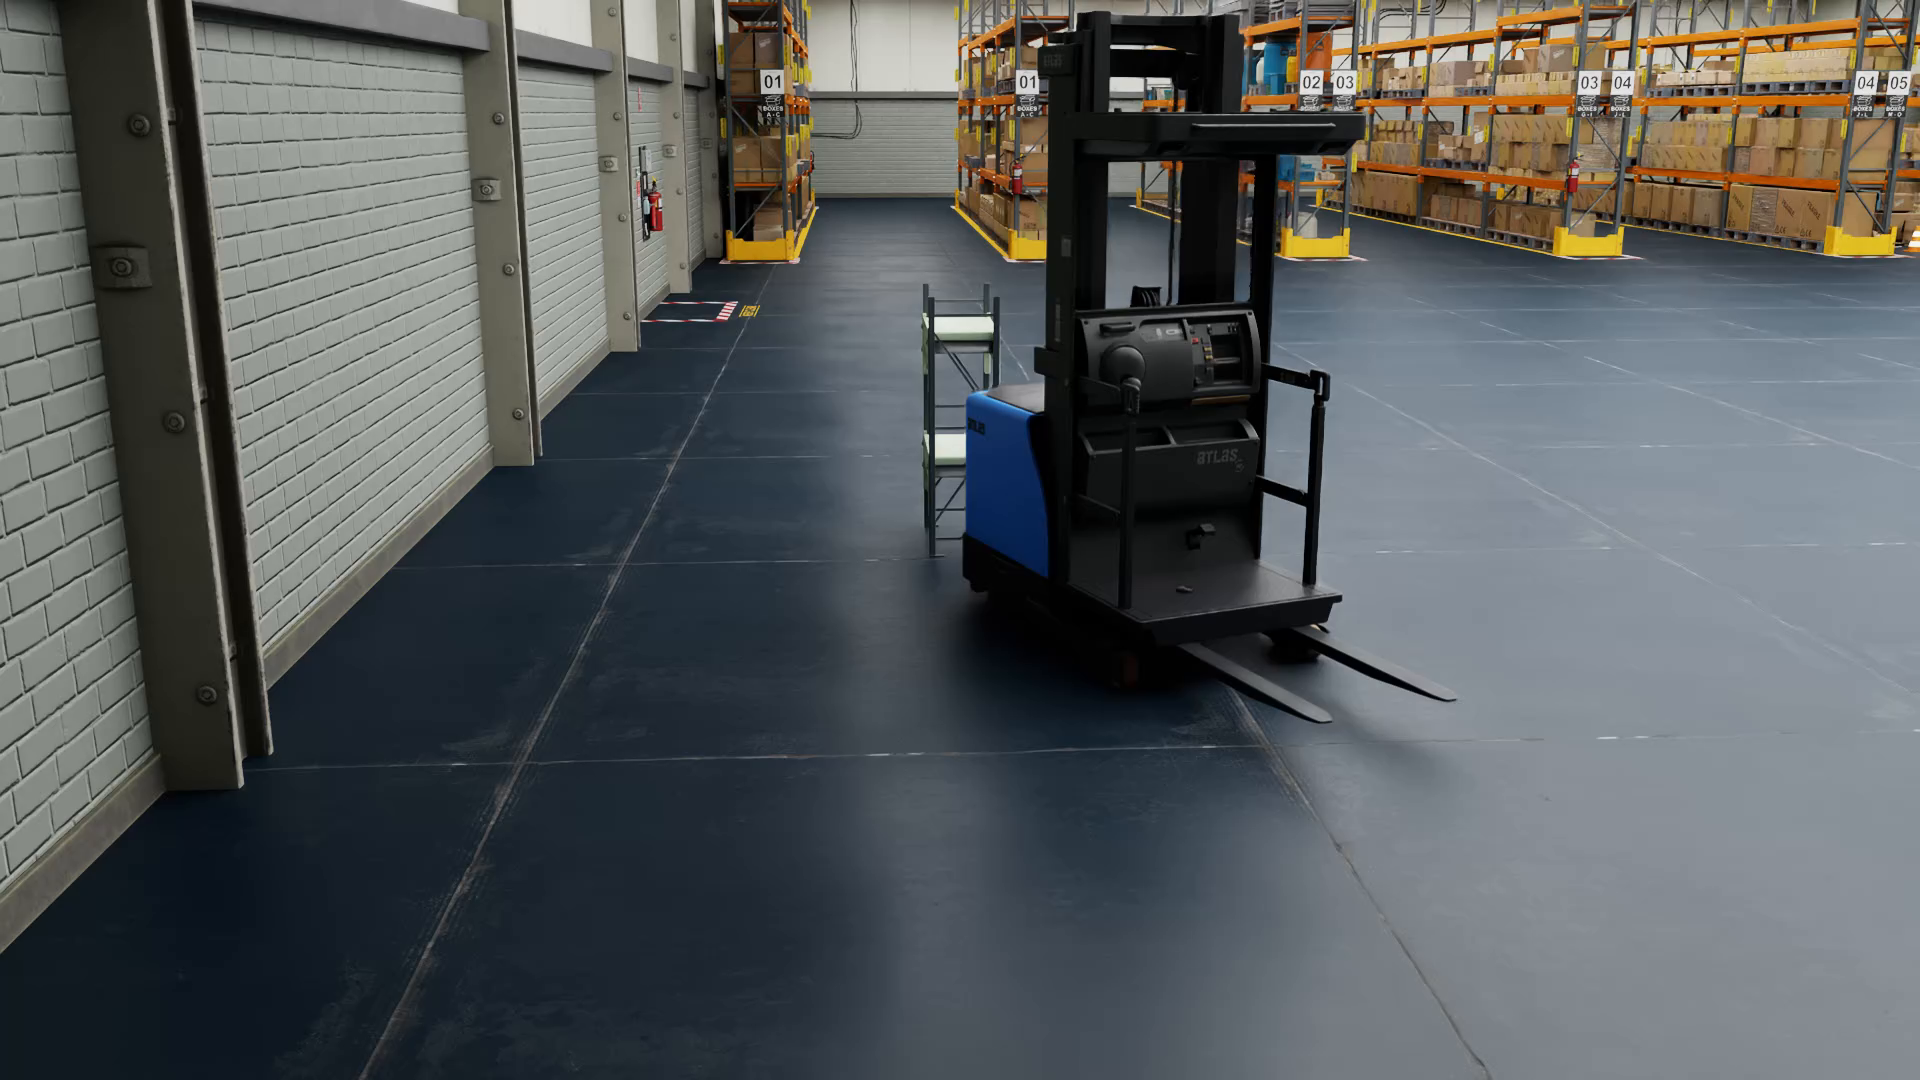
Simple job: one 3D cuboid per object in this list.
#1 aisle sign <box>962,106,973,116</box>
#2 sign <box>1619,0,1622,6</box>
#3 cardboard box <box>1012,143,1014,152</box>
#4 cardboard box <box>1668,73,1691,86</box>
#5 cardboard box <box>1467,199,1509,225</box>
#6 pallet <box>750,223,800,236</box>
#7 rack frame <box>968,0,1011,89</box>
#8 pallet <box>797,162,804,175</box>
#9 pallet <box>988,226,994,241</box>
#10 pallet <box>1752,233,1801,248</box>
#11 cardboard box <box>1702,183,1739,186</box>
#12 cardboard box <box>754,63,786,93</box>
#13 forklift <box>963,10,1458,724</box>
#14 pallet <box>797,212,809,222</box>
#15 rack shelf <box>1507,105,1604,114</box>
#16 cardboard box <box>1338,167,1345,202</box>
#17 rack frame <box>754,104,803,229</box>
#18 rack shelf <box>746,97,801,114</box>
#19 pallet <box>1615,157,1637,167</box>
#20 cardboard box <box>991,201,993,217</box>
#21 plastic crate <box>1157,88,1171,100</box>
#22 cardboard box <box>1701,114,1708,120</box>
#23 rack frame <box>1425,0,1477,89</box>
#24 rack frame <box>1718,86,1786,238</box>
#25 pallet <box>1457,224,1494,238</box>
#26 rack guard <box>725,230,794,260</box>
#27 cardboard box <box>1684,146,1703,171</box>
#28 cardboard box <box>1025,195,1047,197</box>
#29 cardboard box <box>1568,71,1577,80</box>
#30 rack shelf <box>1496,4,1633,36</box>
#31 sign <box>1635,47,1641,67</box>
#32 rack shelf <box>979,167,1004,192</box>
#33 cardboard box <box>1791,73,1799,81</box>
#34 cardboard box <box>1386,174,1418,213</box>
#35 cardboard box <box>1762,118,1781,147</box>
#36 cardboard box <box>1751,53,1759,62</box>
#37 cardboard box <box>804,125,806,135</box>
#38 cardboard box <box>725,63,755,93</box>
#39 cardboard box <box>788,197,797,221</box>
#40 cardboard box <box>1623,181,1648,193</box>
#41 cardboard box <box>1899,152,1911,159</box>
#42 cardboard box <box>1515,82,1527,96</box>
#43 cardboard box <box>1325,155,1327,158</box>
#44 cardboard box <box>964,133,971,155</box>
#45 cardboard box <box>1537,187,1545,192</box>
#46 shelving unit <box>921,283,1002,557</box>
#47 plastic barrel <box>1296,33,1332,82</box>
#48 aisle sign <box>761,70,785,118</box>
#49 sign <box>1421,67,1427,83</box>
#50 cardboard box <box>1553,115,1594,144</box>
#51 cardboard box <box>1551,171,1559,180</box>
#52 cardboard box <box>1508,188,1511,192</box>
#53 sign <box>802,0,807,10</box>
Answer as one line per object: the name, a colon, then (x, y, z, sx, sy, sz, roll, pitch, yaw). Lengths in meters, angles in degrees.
aisle sign: (0.161, -11.687, 44.212, 0.394, 0.787, 0.004, -1, 14, -3)
sign: (16.104, -13.069, 40.568, 0.100, 0.325, 0.005, -1, 14, -3)
cardboard box: (1.154, -7.213, 30.539, 0.380, 0.149, 0.250, 0, 14, -2)
cardboard box: (15.654, -9.953, 35.929, 0.500, 0.250, 0.500, 0, 14, -2)
cardboard box: (11.062, -6.858, 34.793, 0.700, 0.500, 0.500, -1, 14, -4)
pallet: (-3.871, -6.501, 34.870, 1.003, 0.211, 1.213, -1, 14, -3)
rack frame: (0.706, -12.326, 39.874, 1.000, 3.000, 0.127, -1, 14, -3)
pallet: (-3.644, -7.453, 33.359, 1.003, 0.211, 1.213, -1, 14, -3)
pallet: (1.117, -6.263, 33.946, 1.003, 0.211, 1.213, -1, 14, -3)
pallet: (16.094, -5.790, 32.105, 1.003, 0.211, 1.213, -1, 14, -3)
cardboard box: (20.442, -9.293, 44.424, 0.875, 0.438, 0.875, 0, 14, -2)
cardboard box: (-3.266, -7.957, 28.671, 0.500, 0.500, 0.500, -1, 14, -2)
forklift: (1.076, -0.879, 7.559, 1.130, 2.935, 3.031, -6, 16, -23)
pallet: (-4.036, -7.498, 38.745, 1.003, 0.211, 1.213, -1, 14, -3)
rack shelf: (15.426, -11.226, 43.061, 1.077, 0.370, 4.000, -1, 14, -3)
cardboard box: (10.522, -9.358, 43.798, 0.875, 0.875, 0.875, -1, 14, -3)
rack frame: (-3.990, -8.349, 36.454, 1.000, 3.000, 0.127, -1, 14, -3)
rack shelf: (-3.866, -8.956, 34.237, 1.077, 0.370, 4.000, -1, 14, -3)
pallet: (15.648, -8.712, 38.252, 1.213, 0.211, 1.003, -1, 14, -3)
cardboard box: (0.890, -6.671, 33.484, 0.500, 0.311, 0.500, -1, 14, -3)
plastic crate: (5.231, -11.331, 42.262, 0.437, 0.282, 0.530, -1, 14, -3)
cardboard box: (20.006, -11.279, 44.335, 0.380, 0.149, 0.250, -1, 14, -5)
rack frame: (10.841, -11.483, 36.599, 1.000, 3.000, 0.127, -1, 14, -3)
rack frame: (16.046, -7.635, 33.680, 1.000, 3.000, 0.127, -1, 14, -3)
pallet: (11.039, -6.426, 34.580, 1.003, 0.211, 1.213, -1, 14, -3)
rack guard: (-3.499, -5.167, 29.107, 1.175, 0.500, 0.348, -1, 14, -3)
cardboard box: (15.684, -8.060, 35.132, 0.500, 0.500, 0.500, -1, 14, -3)
cardboard box: (1.503, -6.305, 31.684, 0.500, 0.500, 0.500, -1, 14, -3)
cardboard box: (11.008, -8.226, 29.458, 0.380, 0.149, 0.250, -1, 14, -3)
rack shelf: (11.213, -9.641, 30.889, 1.077, 0.370, 4.000, -1, 14, -3)
sign: (11.878, -8.473, 29.163, 0.100, 0.325, 0.005, -1, 14, -3)
rack shelf: (1.078, -7.580, 34.912, 1.077, 0.370, 4.000, -1, 14, -3)
cardboard box: (15.841, -8.679, 31.181, 0.380, 0.149, 0.250, -1, 14, -3)
cardboard box: (10.772, -8.146, 39.089, 1.225, 0.875, 0.875, -1, 14, -3)
cardboard box: (16.081, -7.867, 32.113, 0.875, 0.550, 0.550, -1, 14, -3)
cardboard box: (15.746, -9.444, 32.554, 0.380, 0.149, 0.250, -1, 14, -4)
cardboard box: (-3.954, -9.797, 39.739, 0.500, 0.250, 0.500, -1, 14, -2)
cardboard box: (-3.773, -7.970, 28.721, 0.500, 0.500, 0.500, 0, 14, 1)
cardboard box: (-3.893, -7.173, 36.018, 0.700, 0.500, 0.500, -1, 14, -3)
cardboard box: (15.494, -8.152, 38.357, 0.500, 0.250, 0.500, -1, 14, -5)
cardboard box: (20.619, -8.326, 36.029, 0.380, 0.149, 0.250, 0, 14, -2)
cardboard box: (10.919, -8.592, 31.682, 0.500, 0.250, 0.500, -1, 15, -6)
cardboard box: (10.038, -10.353, 44.747, 0.380, 0.149, 0.250, -1, 14, -3)
cardboard box: (0.512, -9.551, 40.086, 0.700, 0.500, 0.500, -6, 16, -22)
cardboard box: (15.143, -9.076, 42.966, 0.380, 0.149, 0.250, -2, 15, -6)
shelving unit: (0.000, -0.725, 9.833, 0.431, 1.500, 0.755, -1, 14, -3)
plastic barrel: (6.237, -8.495, 29.299, 0.600, 0.830, 0.708, -1, 14, -3)
aisle sign: (-3.191, -7.605, 28.346, 0.394, 0.787, 0.004, -1, 14, -3)
sign: (10.287, -10.313, 36.873, 0.100, 0.325, 0.005, -1, 14, -3)
cardboard box: (11.056, -7.398, 29.956, 0.500, 0.500, 0.500, -1, 14, -3)
cardboard box: (11.032, -6.658, 30.388, 0.380, 0.149, 0.250, -1, 14, -3)
cardboard box: (15.079, -9.452, 45.023, 0.380, 0.149, 0.250, 0, 14, -1)
sign: (-3.697, -12.751, 39.491, 0.100, 0.325, 0.005, -1, 14, -3)
